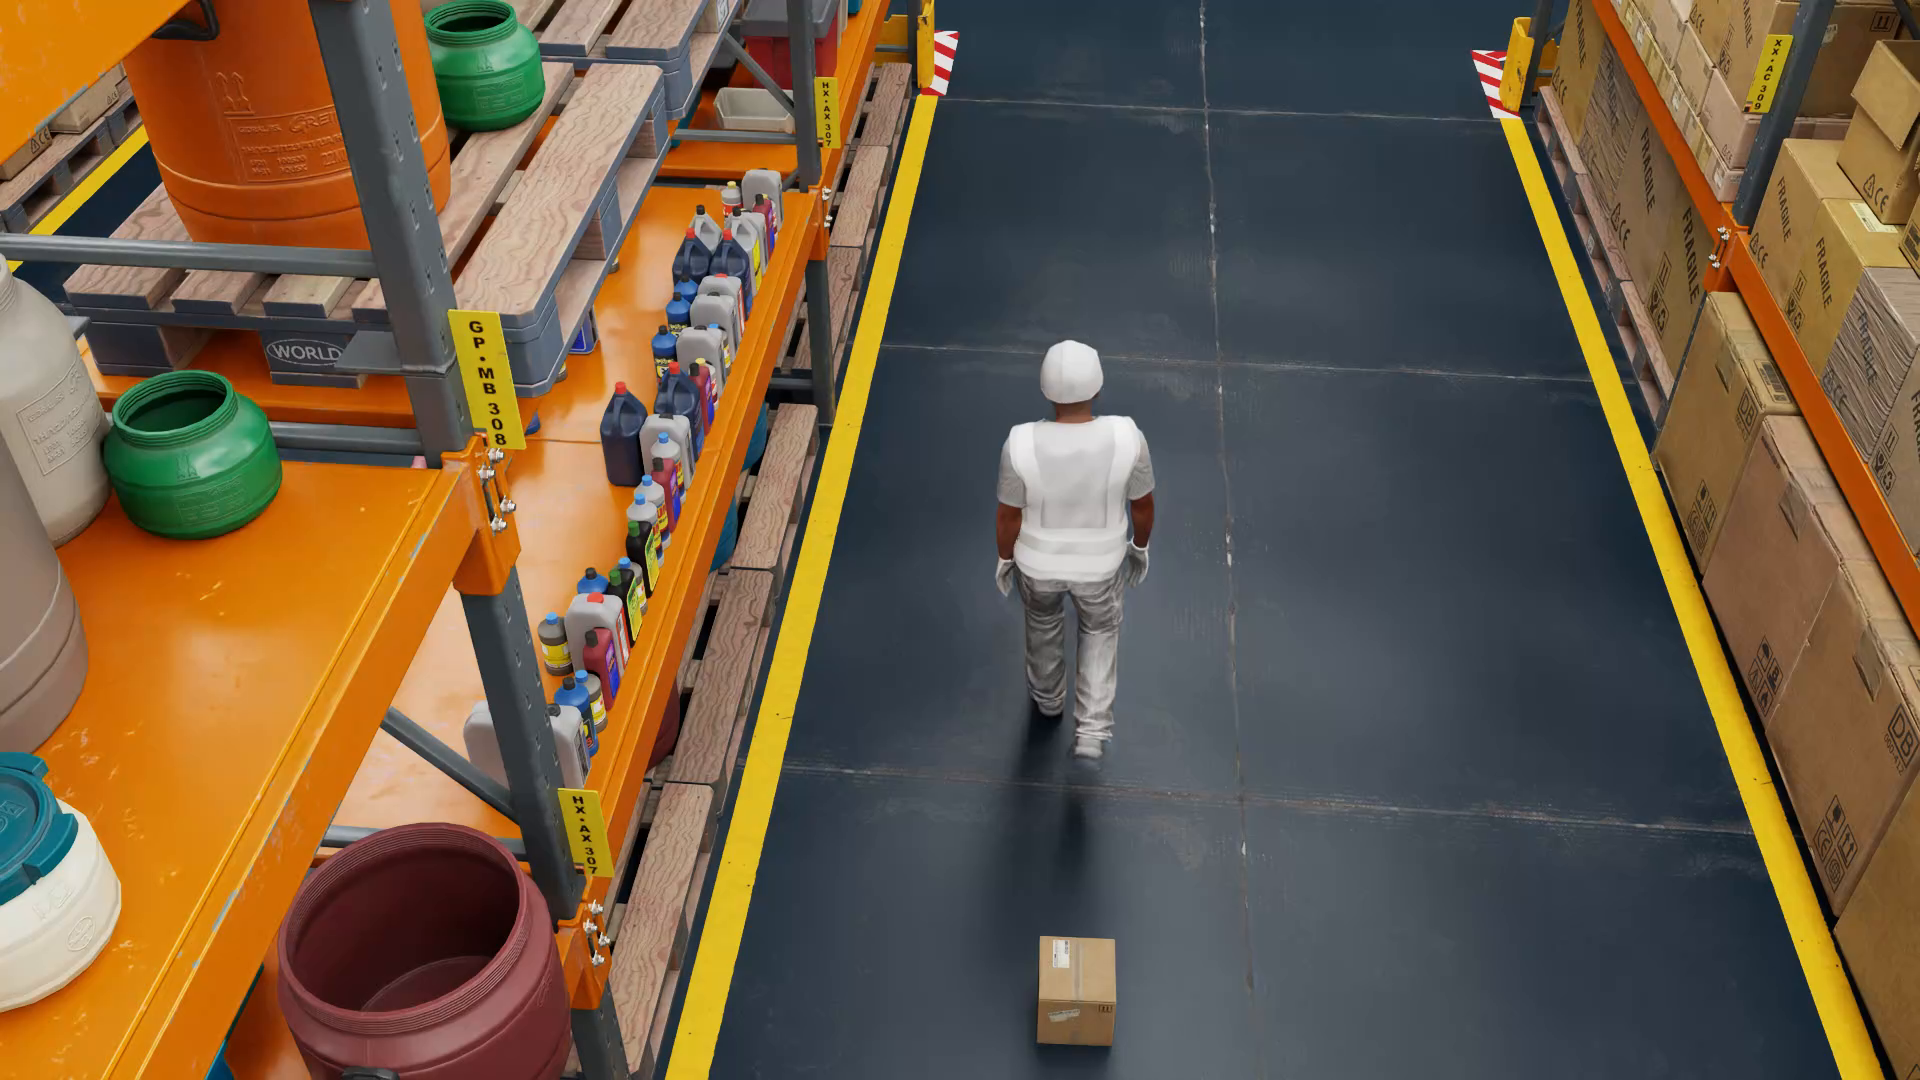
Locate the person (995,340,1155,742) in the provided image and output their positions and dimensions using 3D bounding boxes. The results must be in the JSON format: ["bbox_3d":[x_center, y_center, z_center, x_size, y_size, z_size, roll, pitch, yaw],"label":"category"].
[{"bbox_3d":[0.410,0.091,5.967,0.561,1.712,0.607,0,40,0],"label":"person"}]
